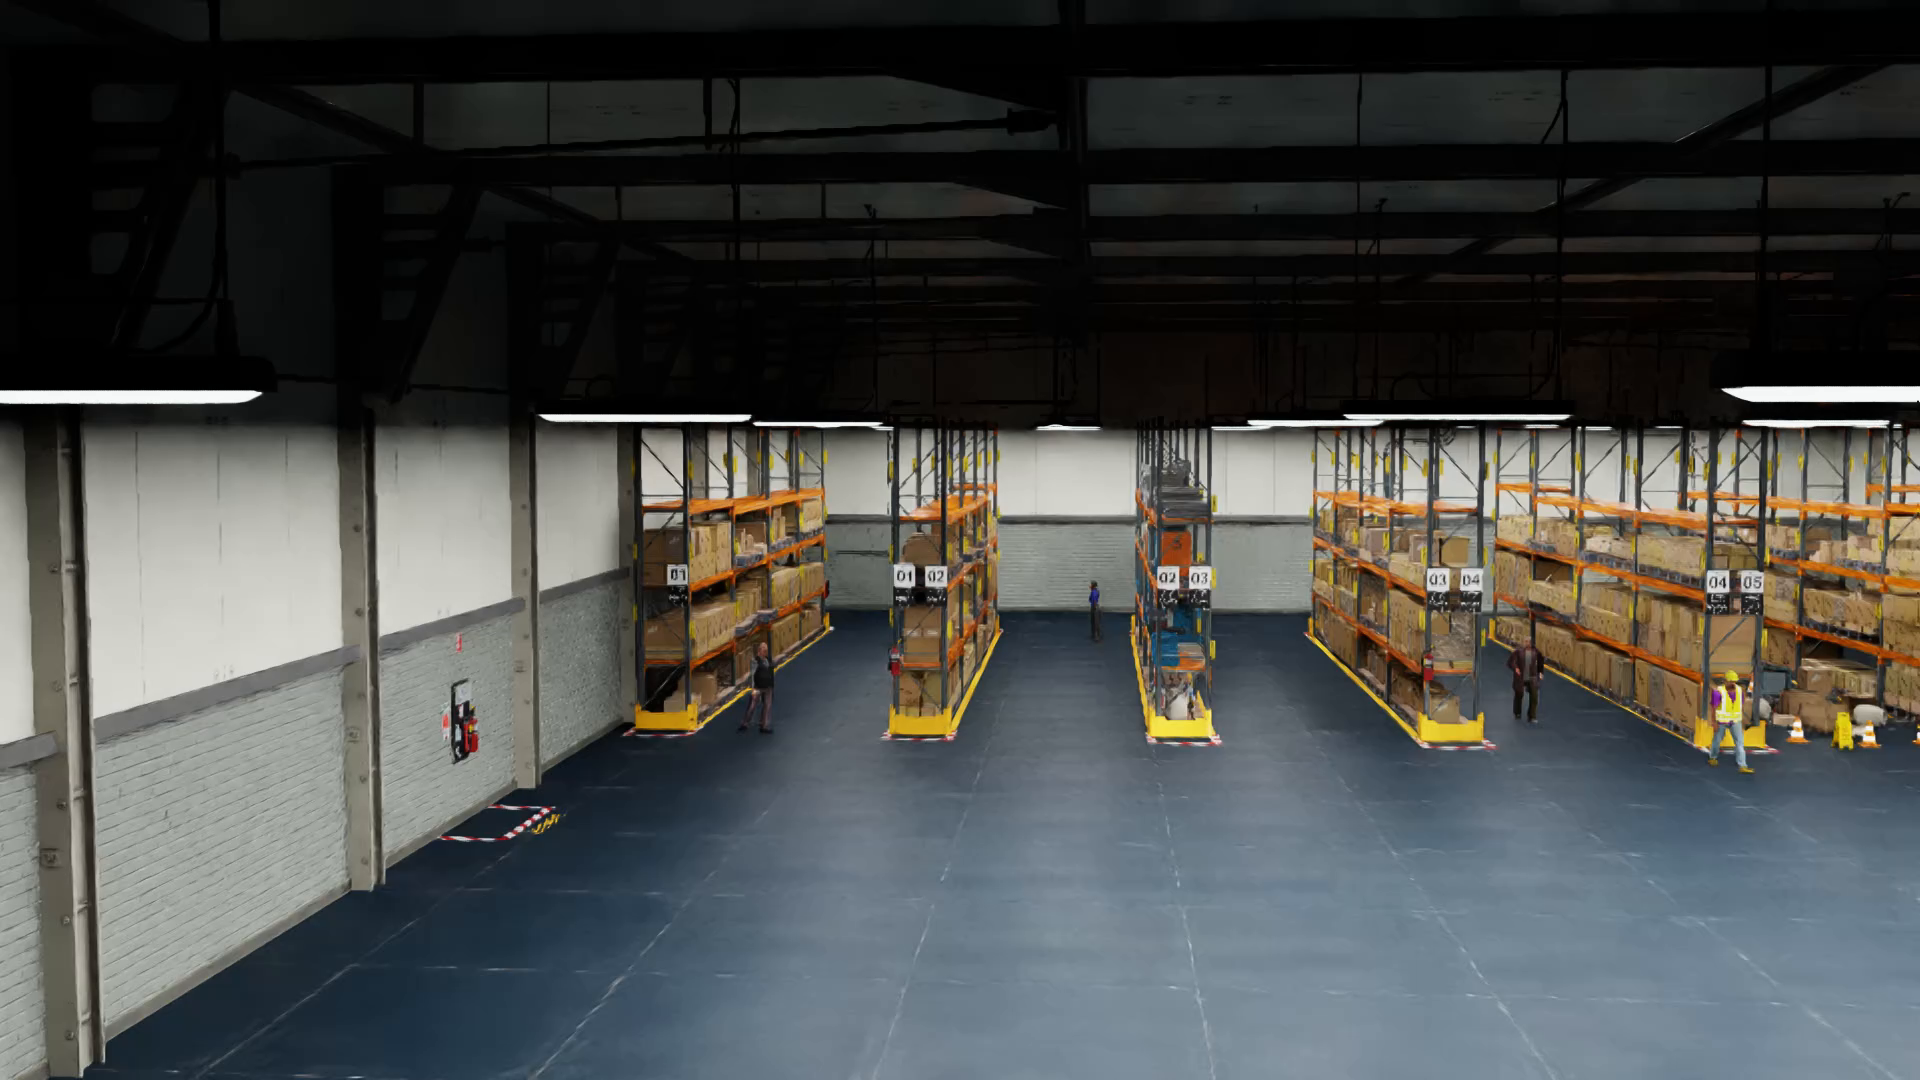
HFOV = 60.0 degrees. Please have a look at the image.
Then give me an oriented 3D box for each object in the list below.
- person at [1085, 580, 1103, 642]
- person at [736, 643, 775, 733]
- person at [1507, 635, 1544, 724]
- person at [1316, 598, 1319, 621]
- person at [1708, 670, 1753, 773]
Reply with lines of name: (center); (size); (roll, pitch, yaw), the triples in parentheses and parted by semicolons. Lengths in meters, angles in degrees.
person: (3.650, 1.917, 45.377); (0.498, 1.660, 0.630); (0, 4, 6)
person: (-3.873, 2.810, 31.559); (0.722, 1.713, 0.511); (-3, 5, -40)
person: (11.158, 2.721, 32.791); (0.736, 1.717, 0.903); (1, 4, 10)
person: (10.965, 1.626, 49.929); (0.705, 1.660, 0.850); (-1, 4, -13)
person: (12.942, 3.030, 28.018); (0.569, 1.686, 1.111); (0, 4, 3)
